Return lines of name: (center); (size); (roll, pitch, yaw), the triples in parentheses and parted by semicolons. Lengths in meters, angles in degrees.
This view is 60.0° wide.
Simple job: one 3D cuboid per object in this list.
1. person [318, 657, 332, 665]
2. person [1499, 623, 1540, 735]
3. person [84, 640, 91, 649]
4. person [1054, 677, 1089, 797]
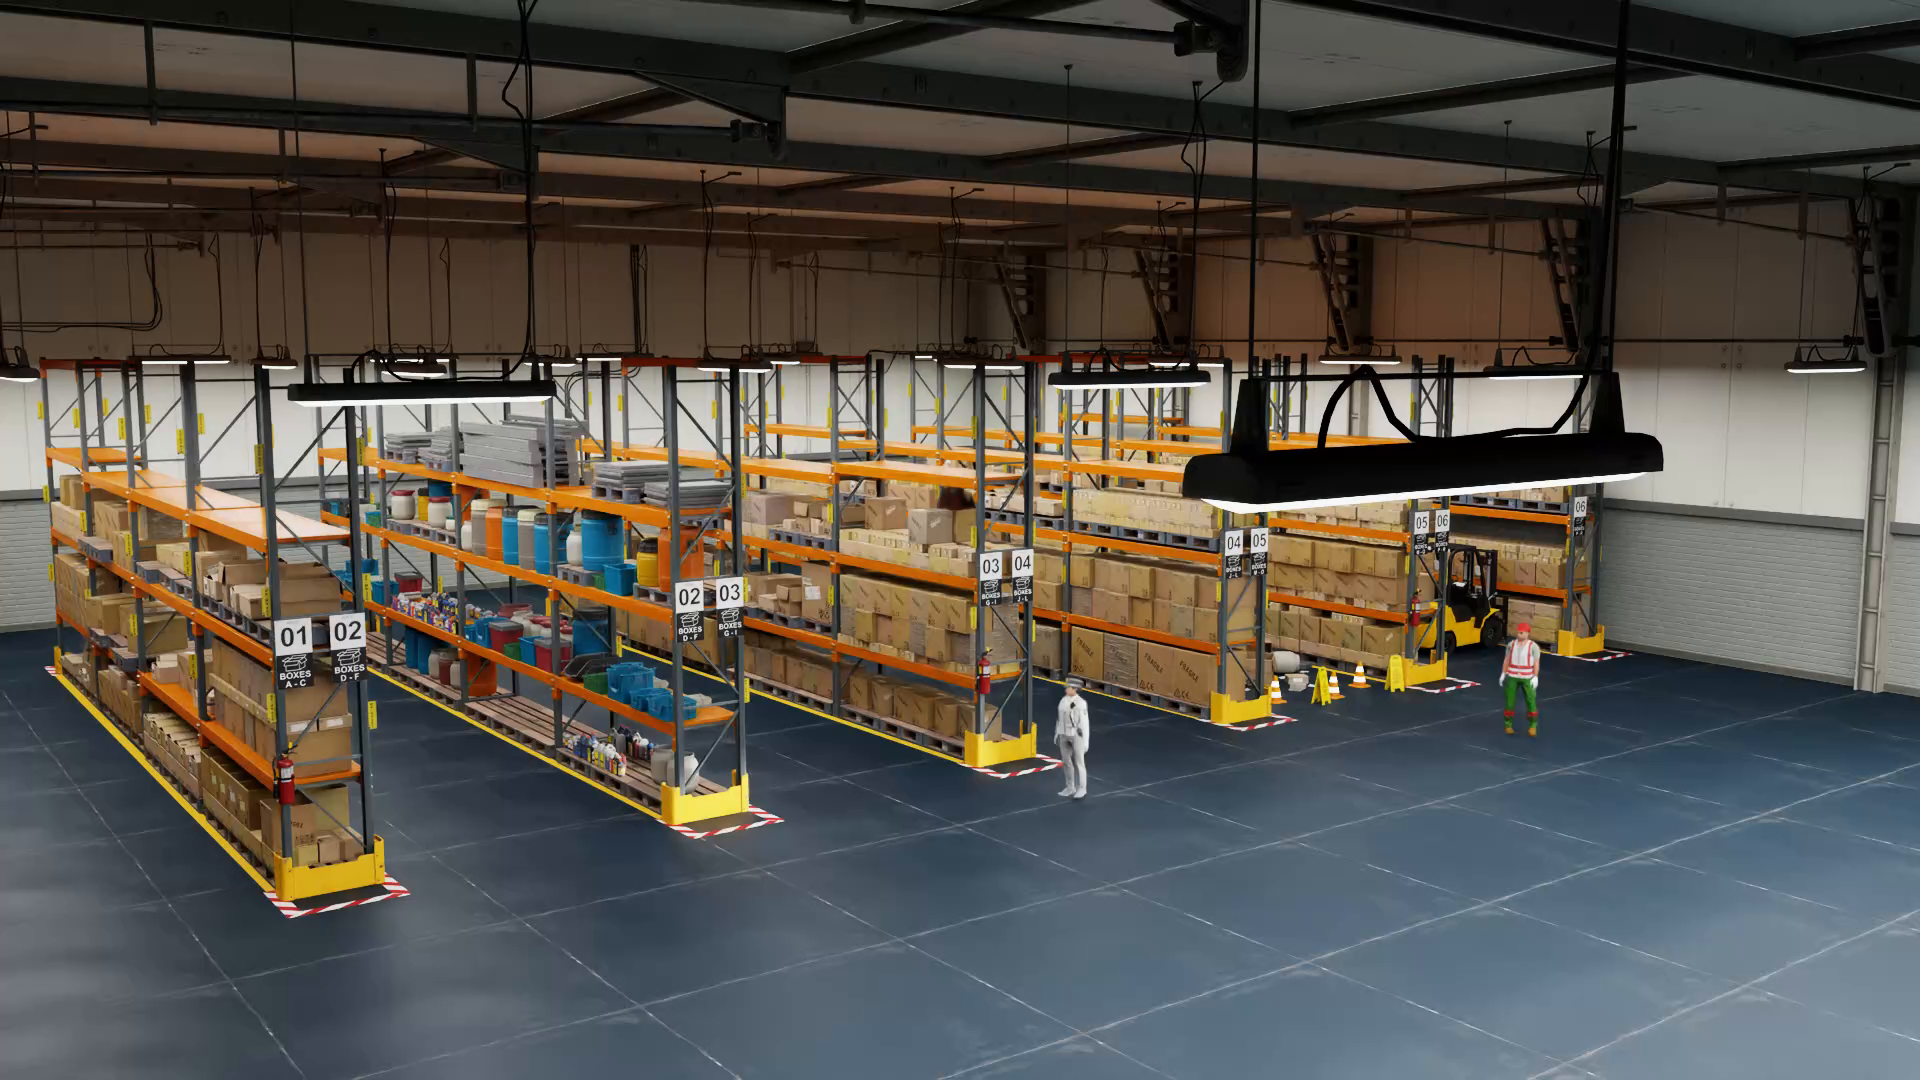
person: (-10.426, 2.250, 27.357); (0.594, 1.621, 1.064); (-6, 9, -40)
person: (9.020, 2.225, 26.814); (0.606, 1.786, 0.457); (2, 7, 17)
person: (-17.203, 1.471, 33.080); (0.486, 1.753, 0.621); (-3, 8, -25)
person: (1.555, 2.748, 23.065); (0.594, 1.719, 0.380); (6, 9, 42)
